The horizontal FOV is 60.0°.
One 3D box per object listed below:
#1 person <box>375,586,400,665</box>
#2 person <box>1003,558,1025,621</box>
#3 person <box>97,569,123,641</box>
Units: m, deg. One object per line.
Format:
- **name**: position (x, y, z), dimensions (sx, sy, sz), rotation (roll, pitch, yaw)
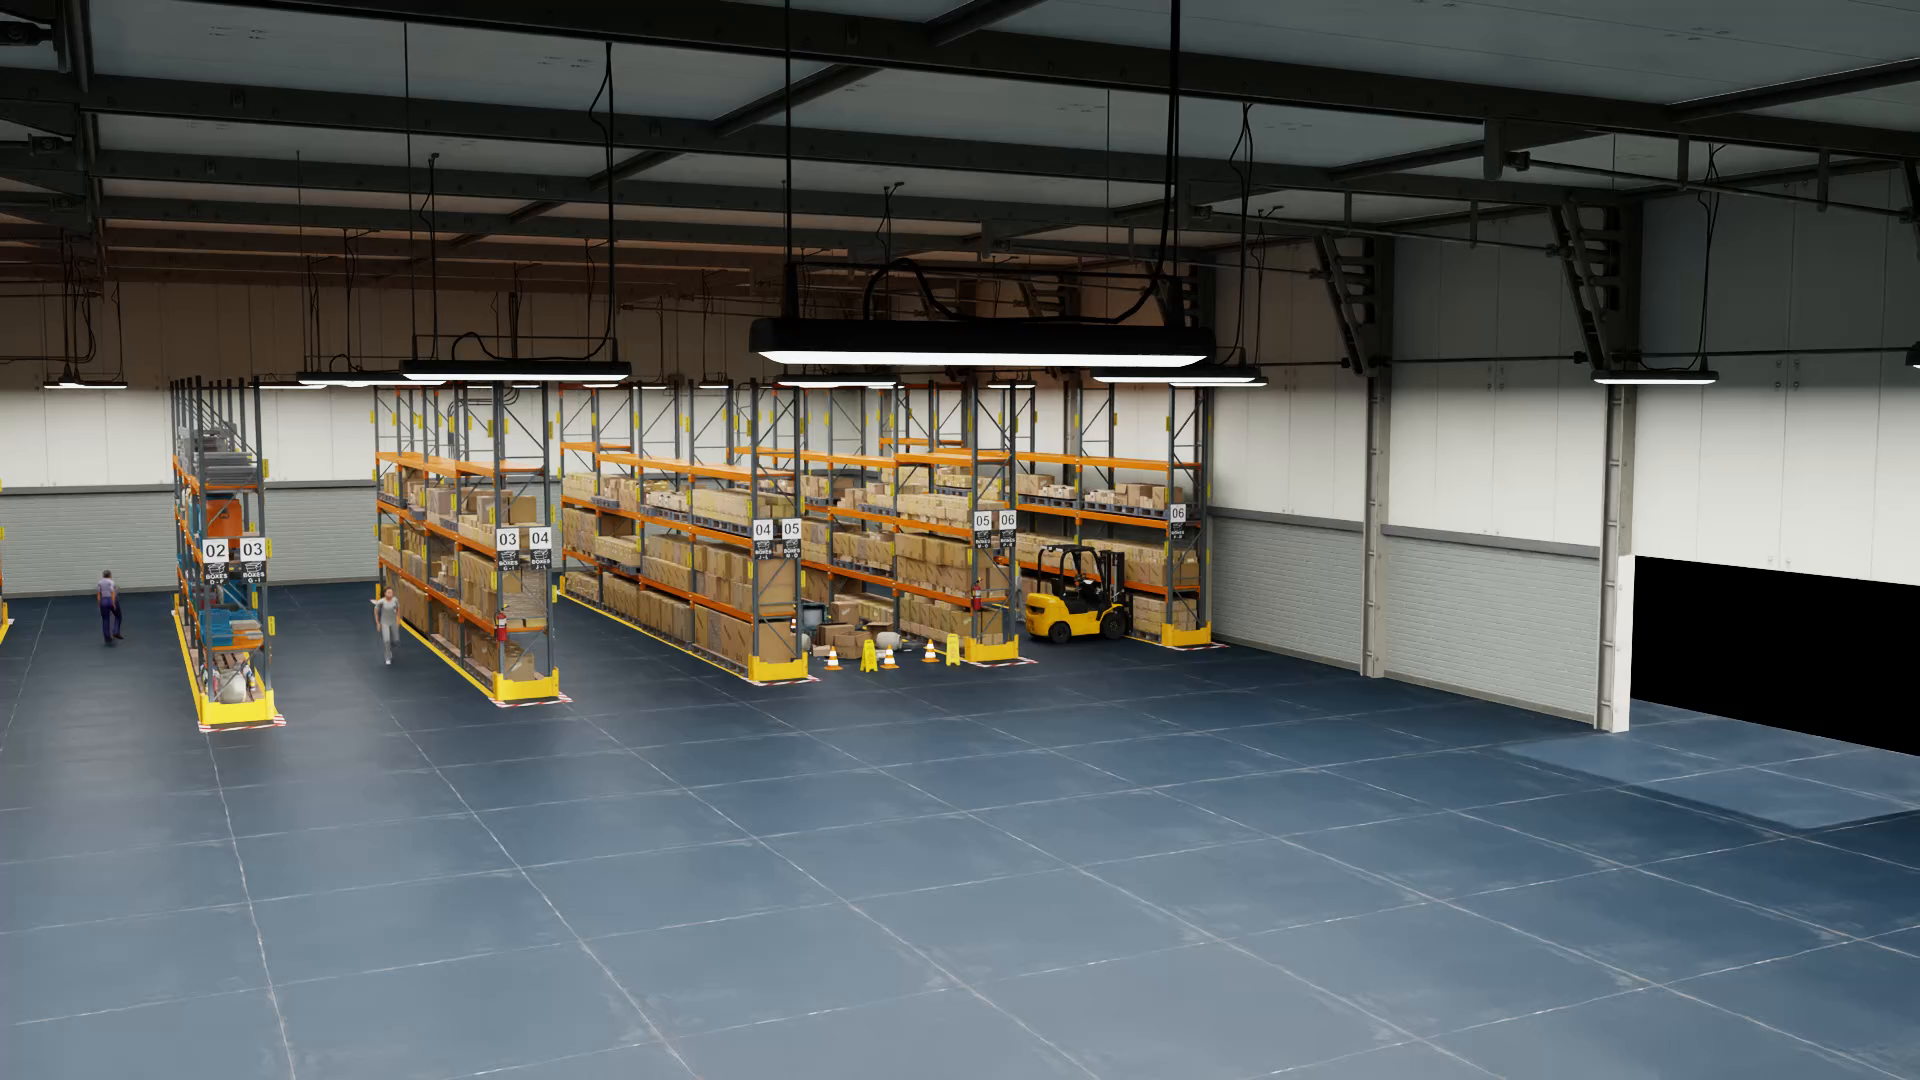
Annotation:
- **person**: position (-12.140, 1.780, 35.199), dimensions (0.523, 1.653, 0.639), rotation (-4, 7, -41)
- **person**: position (1.406, 1.250, 41.582), dimensions (0.455, 1.616, 0.625), rotation (-4, 7, -41)
- **person**: position (-19.595, 1.508, 38.274), dimensions (0.506, 1.653, 0.517), rotation (-1, 5, -15)
